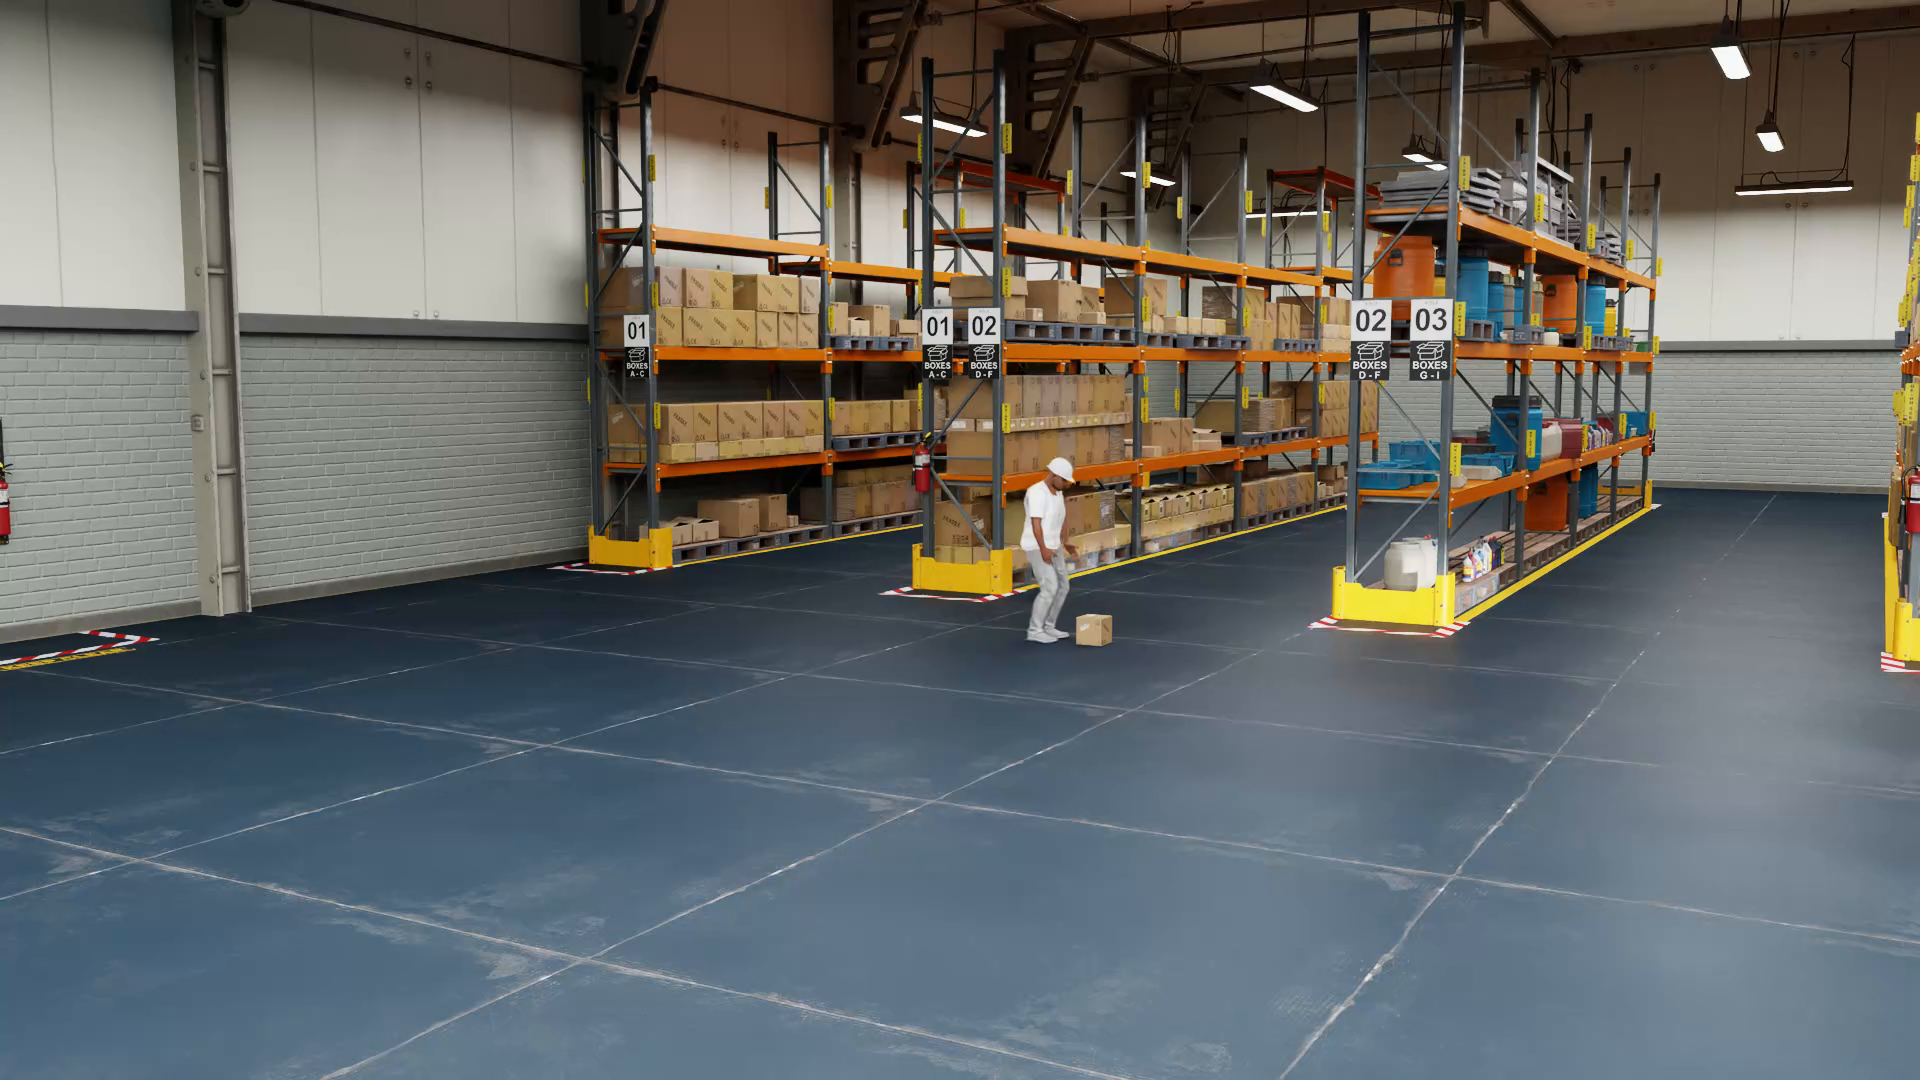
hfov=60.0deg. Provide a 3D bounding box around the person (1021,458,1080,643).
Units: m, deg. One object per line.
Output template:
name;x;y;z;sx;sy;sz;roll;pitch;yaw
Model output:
person;0.841;0.083;15.527;0.472;1.708;0.595;3;7;30
